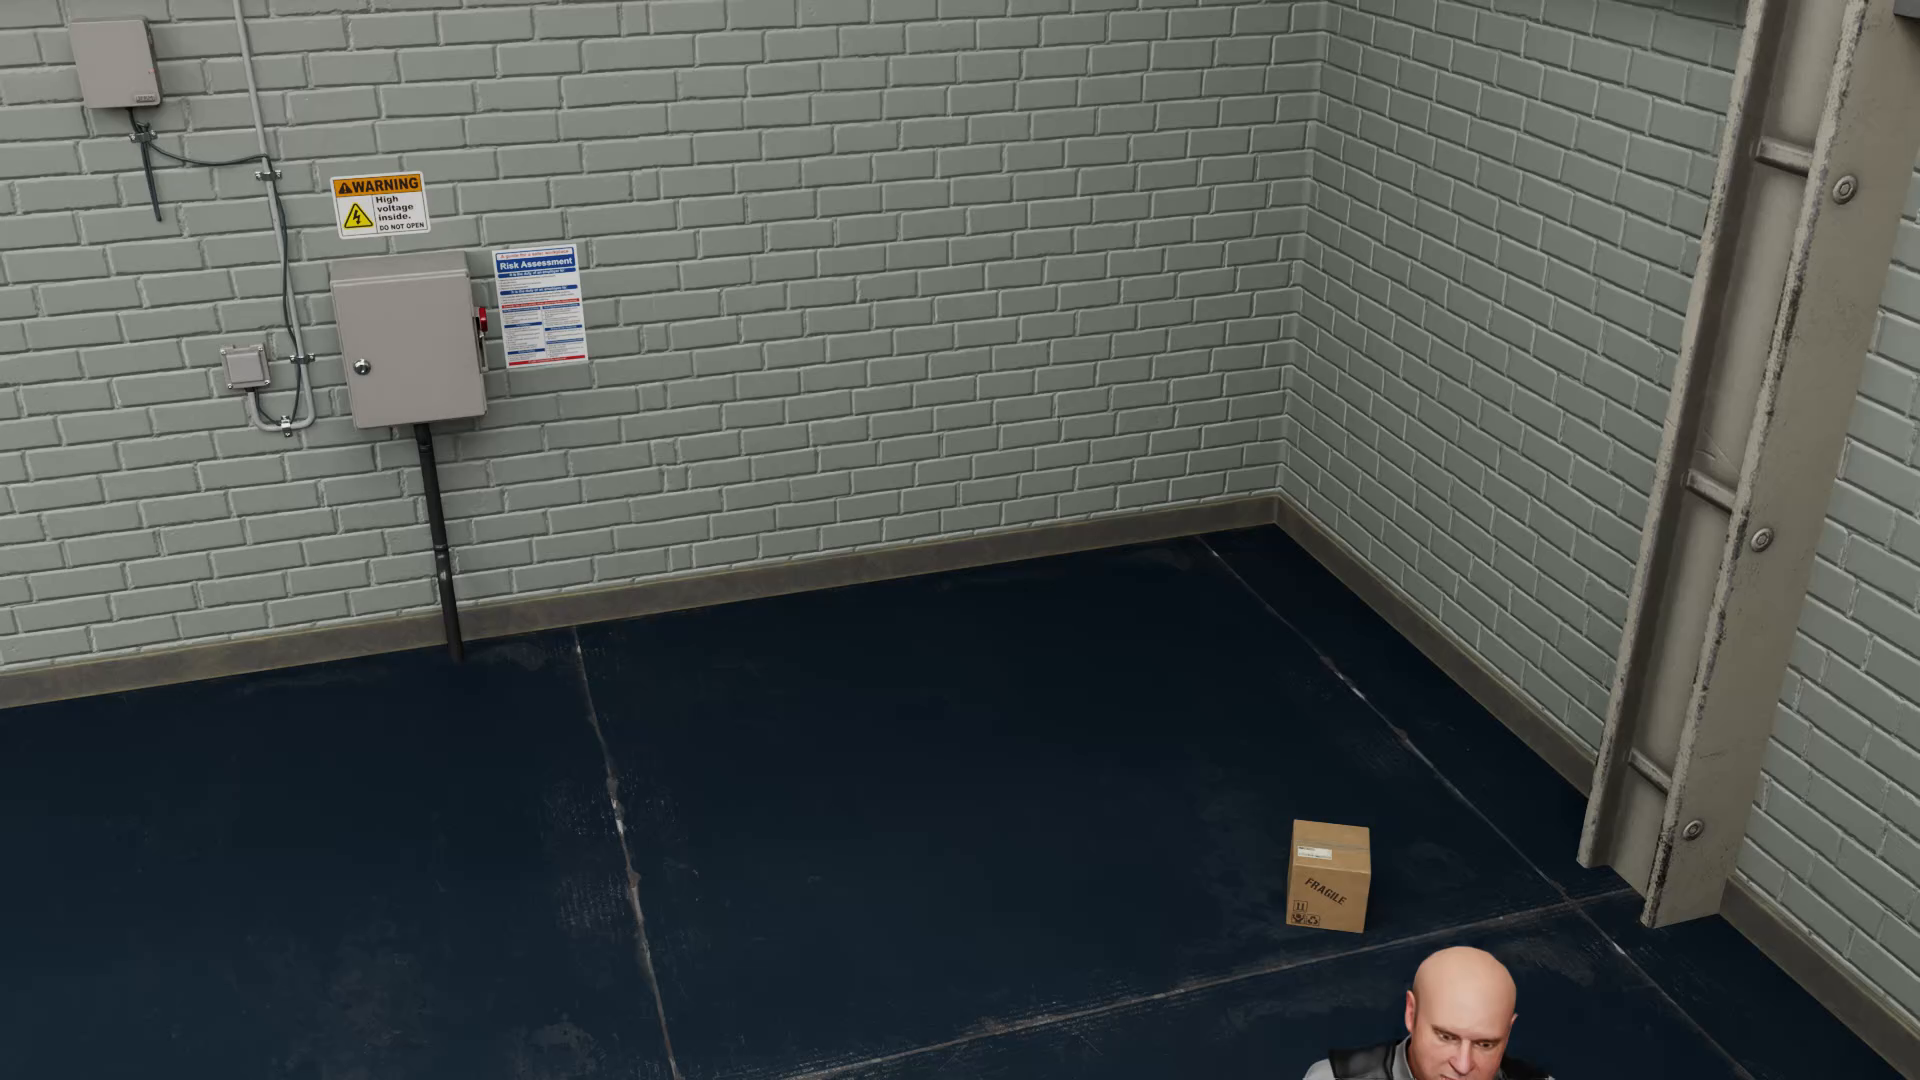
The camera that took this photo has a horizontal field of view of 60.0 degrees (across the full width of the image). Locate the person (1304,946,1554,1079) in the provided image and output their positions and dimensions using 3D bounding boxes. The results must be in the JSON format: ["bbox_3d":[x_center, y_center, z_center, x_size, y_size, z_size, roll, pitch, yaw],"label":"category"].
[{"bbox_3d":[0.827,1.515,3.037,0.536,1.746,0.453,1,26,1],"label":"person"}]
